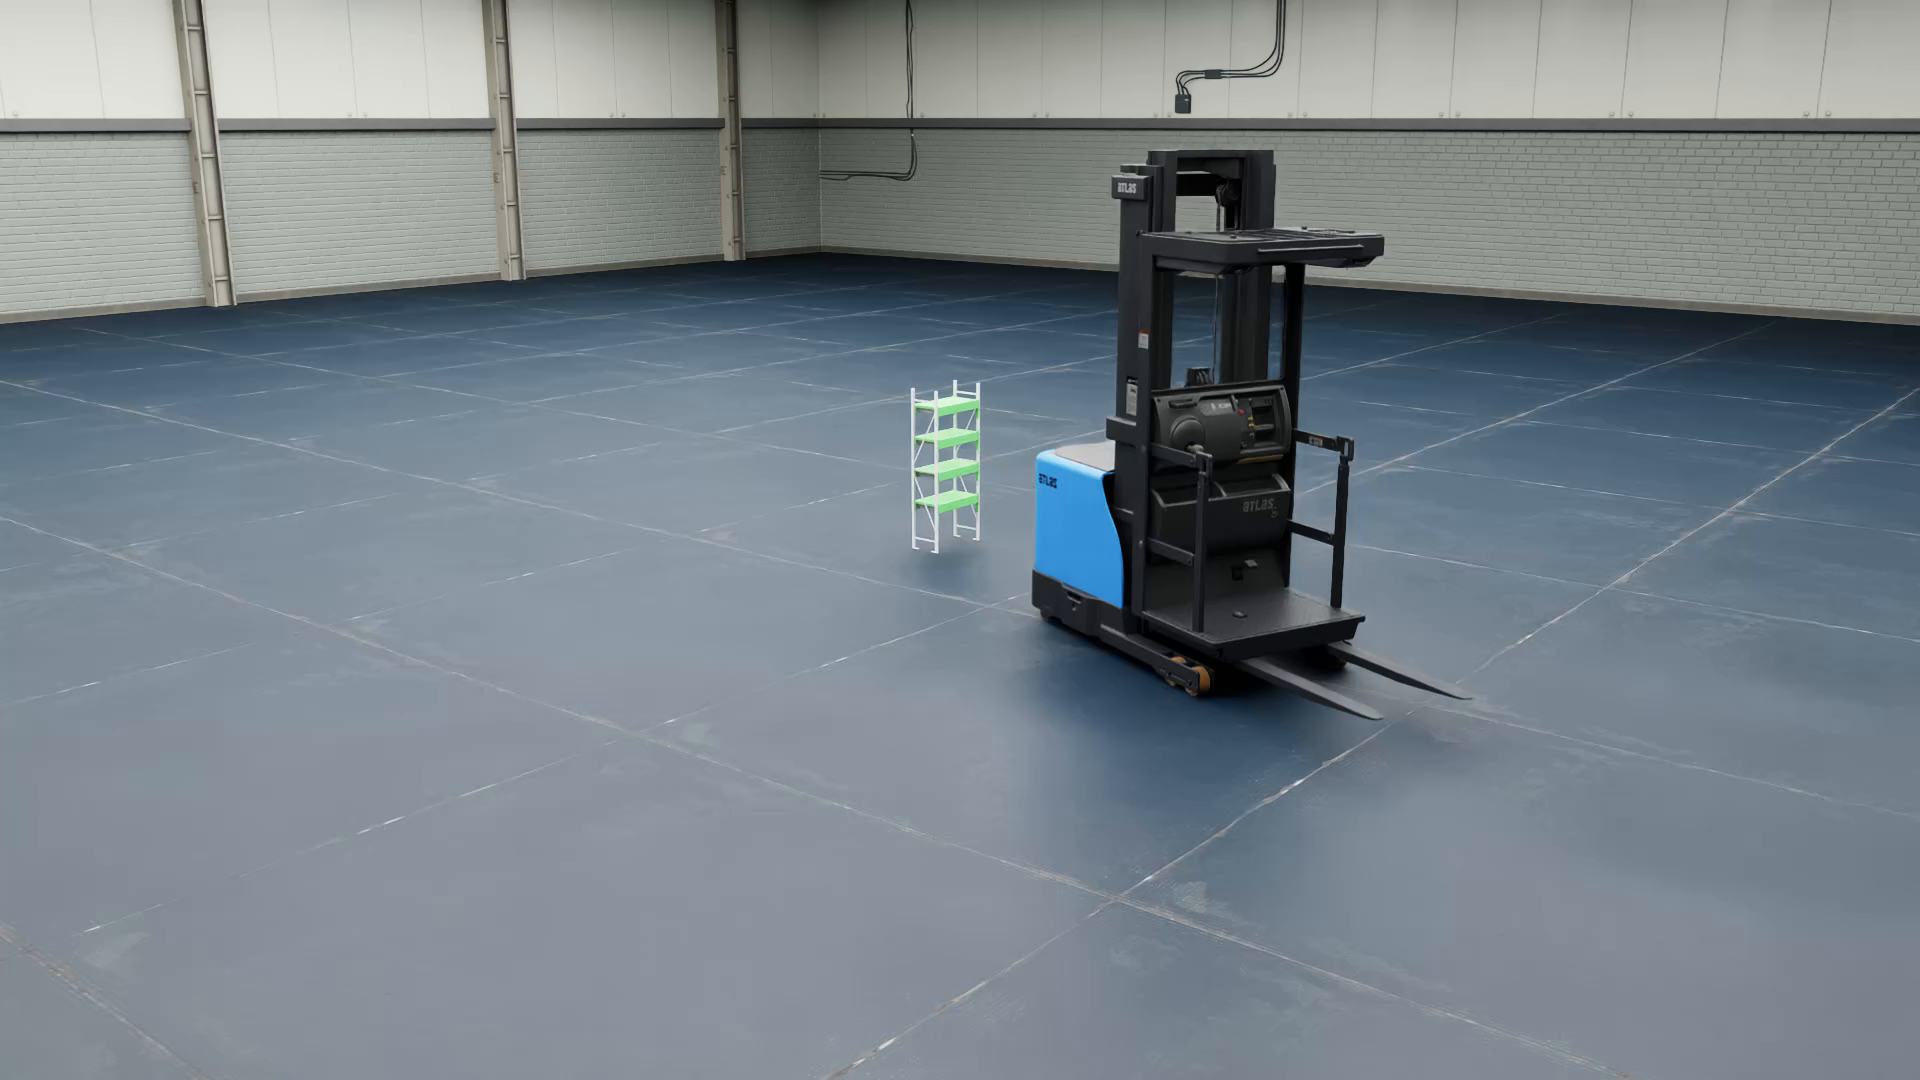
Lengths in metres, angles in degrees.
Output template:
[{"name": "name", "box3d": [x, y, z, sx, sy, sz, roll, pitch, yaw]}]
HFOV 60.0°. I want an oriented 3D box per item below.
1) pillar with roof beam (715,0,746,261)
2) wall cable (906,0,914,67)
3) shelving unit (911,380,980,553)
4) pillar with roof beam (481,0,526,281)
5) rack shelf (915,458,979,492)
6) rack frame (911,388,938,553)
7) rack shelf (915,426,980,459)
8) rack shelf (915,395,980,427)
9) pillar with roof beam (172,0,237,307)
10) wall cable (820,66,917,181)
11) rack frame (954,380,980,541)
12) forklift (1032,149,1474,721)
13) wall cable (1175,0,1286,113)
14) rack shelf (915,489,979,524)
[{"name": "pillar with roof beam", "box3d": [-1.730, -10.005, 33.732, 9.100, 9.000, 0.400, 11, 18, 38]}, {"name": "wall cable", "box3d": [-0.094, -11.555, 35.882, 3.097, 2.526, 0.112, 11, 18, 38]}, {"name": "shelving unit", "box3d": [-0.104, -0.550, 12.350, 0.258, 1.200, 0.503, 11, 18, 38]}, {"name": "pillar with roof beam", "box3d": [-5.501, -8.856, 29.208, 9.100, 9.000, 0.400, 11, 18, 38]}, {"name": "rack shelf", "box3d": [-0.104, -0.488, 12.366, 0.258, 0.148, 0.480, 11, 18, 38]}, {"name": "rack frame", "box3d": [-0.257, -0.503, 12.166, 0.240, 1.200, 0.015, 11, 18, 38]}, {"name": "rack shelf", "box3d": [-0.104, -0.721, 12.307, 0.258, 0.148, 0.480, 11, 18, 38]}, {"name": "rack shelf", "box3d": [-0.104, -0.953, 12.248, 0.258, 0.148, 0.480, 11, 18, 38]}, {"name": "pillar with roof beam", "box3d": [-9.272, -7.707, 24.685, 9.100, 9.000, 0.400, 11, 18, 38]}, {"name": "wall cable", "box3d": [-2.198, -9.526, 38.152, 3.097, 2.526, 0.112, 11, 18, 38]}, {"name": "rack frame", "box3d": [0.049, -0.597, 12.534, 0.240, 1.200, 0.015, 11, 18, 38]}, {"name": "forklift", "box3d": [1.616, -0.682, 9.356, 1.130, 2.935, 3.031, -8, 16, -28]}, {"name": "wall cable", "box3d": [5.176, -11.207, 31.556, 2.305, 6.003, 0.169, 11, 18, 38]}, {"name": "rack shelf", "box3d": [-0.104, -0.255, 12.425, 0.258, 0.148, 0.480, 11, 18, 38]}]
